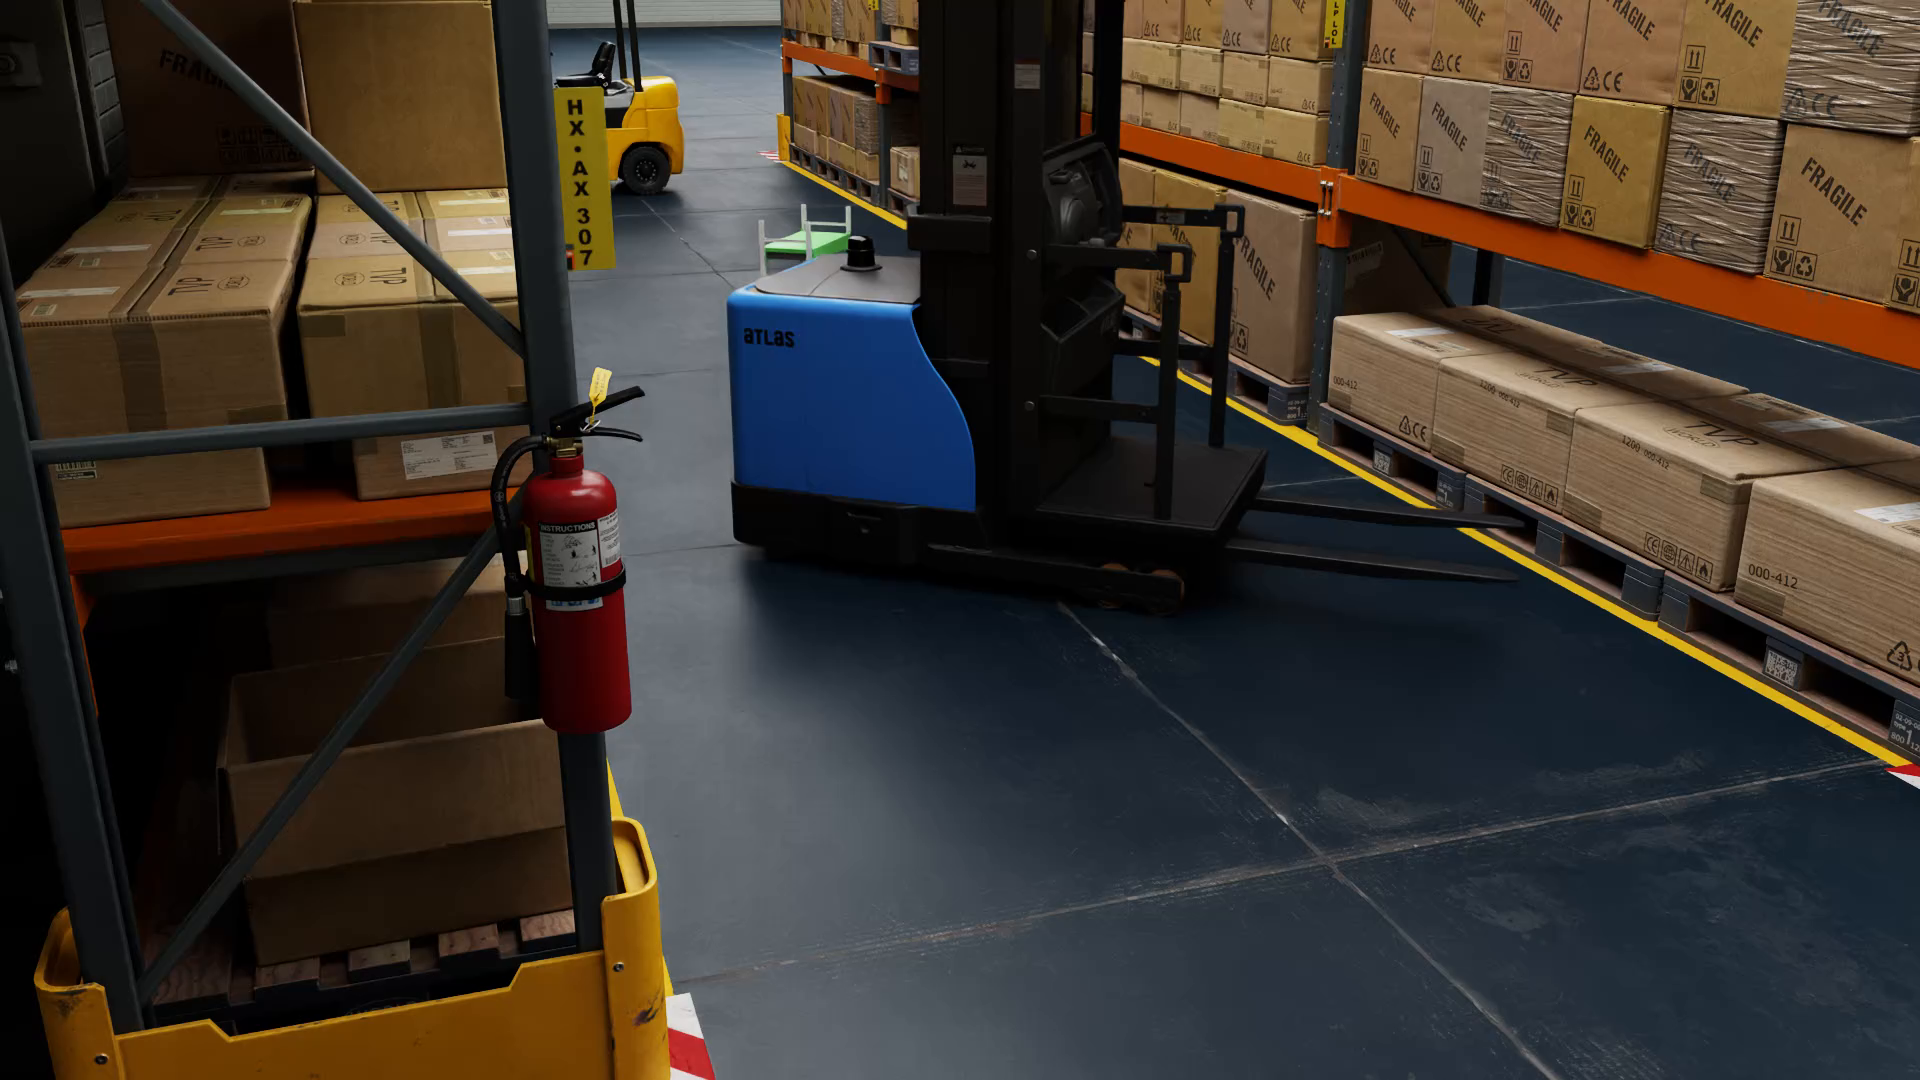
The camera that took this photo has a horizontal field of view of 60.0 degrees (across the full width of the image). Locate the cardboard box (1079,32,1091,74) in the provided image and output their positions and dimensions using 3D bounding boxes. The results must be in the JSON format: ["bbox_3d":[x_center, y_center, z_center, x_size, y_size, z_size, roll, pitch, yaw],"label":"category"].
[{"bbox_3d":[1.082,-3.093,10.572,0.500,0.250,0.500,-6,21,-16],"label":"cardboard box"}]

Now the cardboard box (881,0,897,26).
[{"bbox_3d":[-0.387,-4.770,14.551,0.500,0.500,0.500,-6,21,-16],"label":"cardboard box"}]

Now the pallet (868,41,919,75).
[{"bbox_3d":[-0.160,-4.216,14.500,1.003,0.211,1.213,-6,21,-17],"label":"pallet"}]

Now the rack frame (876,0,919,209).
[{"bbox_3d":[-0.262,-4.567,15.193,1.000,3.000,0.127,-6,21,-17],"label":"rack frame"}]

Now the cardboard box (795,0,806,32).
[{"bbox_3d":[-1.468,-5.690,17.733,0.500,0.500,0.500,-6,21,-16],"label":"cardboard box"}]

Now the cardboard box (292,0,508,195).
[{"bbox_3d":[-1.560,-1.265,4.674,0.500,0.500,0.500,-6,21,-16],"label":"cardboard box"}]

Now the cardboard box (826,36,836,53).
[{"bbox_3d":[-1.142,-5.009,16.796,0.380,0.149,0.250,-6,21,-17],"label":"cardboard box"}]

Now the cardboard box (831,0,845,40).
[{"bbox_3d":[-0.973,-5.200,16.370,0.500,0.500,0.500,-6,21,-16],"label":"cardboard box"}]

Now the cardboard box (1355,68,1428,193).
[{"bbox_3d":[2.152,-1.868,7.532,0.500,0.500,0.500,-6,21,-15],"label":"cardboard box"}]

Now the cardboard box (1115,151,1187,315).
[{"bbox_3d":[1.410,-1.964,10.468,0.875,0.875,0.875,-6,21,-17],"label":"cardboard box"}]

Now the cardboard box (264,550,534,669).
[{"bbox_3d":[-1.535,0.307,4.702,0.700,0.500,0.500,-6,20,-15],"label":"cardboard box"}]

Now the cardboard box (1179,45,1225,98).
[{"bbox_3d":[1.551,-2.605,9.214,0.500,0.250,0.500,-6,21,-16],"label":"cardboard box"}]

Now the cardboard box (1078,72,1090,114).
[{"bbox_3d":[1.089,-2.866,10.680,0.500,0.250,0.500,-7,21,-19],"label":"cardboard box"}]

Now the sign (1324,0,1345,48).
[{"bbox_3d":[1.741,-2.446,7.694,0.100,0.325,0.005,-6,21,-17],"label":"sign"}]

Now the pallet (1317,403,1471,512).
[{"bbox_3d":[2.417,-0.435,7.815,1.003,0.211,1.213,-6,21,-17],"label":"pallet"}]

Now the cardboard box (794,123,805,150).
[{"bbox_3d":[-1.528,-4.466,18.358,0.500,0.250,0.500,-7,21,-18],"label":"cardboard box"}]

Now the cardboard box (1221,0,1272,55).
[{"bbox_3d":[1.704,-2.799,8.645,0.500,0.500,0.500,-6,21,-16],"label":"cardboard box"}]

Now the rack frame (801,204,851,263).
[{"bbox_3d":[-0.618,-0.975,7.855,0.240,1.200,0.015,6,21,16],"label":"rack frame"}]

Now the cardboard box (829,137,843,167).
[{"bbox_3d":[-1.035,-3.965,16.964,0.500,0.250,0.500,-6,21,-16],"label":"cardboard box"}]

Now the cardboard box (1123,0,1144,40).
[{"bbox_3d":[1.231,-3.291,10.013,0.500,0.500,0.500,-6,21,-16],"label":"cardboard box"}]

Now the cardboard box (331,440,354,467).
[{"bbox_3d":[-1.168,-0.280,3.631,0.380,0.149,0.250,-6,21,-16],"label":"cardboard box"}]

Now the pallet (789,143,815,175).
[{"bbox_3d":[-1.273,-4.249,18.434,1.003,0.211,1.213,-6,21,-17],"label":"pallet"}]

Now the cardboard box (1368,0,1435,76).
[{"bbox_3d":[2.172,-2.339,7.363,0.500,0.500,0.500,-6,21,-17],"label":"cardboard box"}]

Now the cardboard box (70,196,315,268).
[{"bbox_3d":[-1.910,-0.701,4.213,0.500,0.250,0.500,-6,21,-15],"label":"cardboard box"}]

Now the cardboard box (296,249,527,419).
[{"bbox_3d":[-1.088,-0.431,3.461,0.500,0.250,0.500,-6,21,-17],"label":"cardboard box"}]

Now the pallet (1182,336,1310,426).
[{"bbox_3d":[1.939,-0.927,9.184,1.003,0.211,1.213,-6,21,-17],"label":"pallet"}]

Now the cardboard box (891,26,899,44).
[{"bbox_3d":[-0.388,-4.435,14.577,0.380,0.149,0.250,-6,21,-16],"label":"cardboard box"}]

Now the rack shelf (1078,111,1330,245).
[{"bbox_3d":[1.624,-2.303,9.954,1.077,0.370,4.000,-6,21,-17],"label":"rack shelf"}]

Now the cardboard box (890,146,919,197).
[{"bbox_3d":[-0.095,-3.360,15.099,0.950,0.372,0.625,-6,21,-17],"label":"cardboard box"}]

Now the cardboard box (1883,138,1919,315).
[{"bbox_3d":[3.107,-0.890,4.808,0.500,0.500,0.500,-6,21,-17],"label":"cardboard box"}]

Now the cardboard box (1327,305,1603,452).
[{"bbox_3d":[2.348,-0.778,7.815,0.875,0.438,0.875,-7,21,-18],"label":"cardboard box"}]

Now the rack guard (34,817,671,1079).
[{"bbox_3d":[-1.225,0.965,3.491,1.175,0.500,0.348,-6,21,-17],"label":"rack guard"}]

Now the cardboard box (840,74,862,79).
[{"bbox_3d":[-1.020,-4.877,18.395,0.500,0.500,0.500,-6,21,-17],"label":"cardboard box"}]

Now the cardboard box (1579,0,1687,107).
[{"bbox_3d":[2.632,-1.848,5.997,0.500,0.500,0.500,-7,21,-18],"label":"cardboard box"}]

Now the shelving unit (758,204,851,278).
[{"bbox_3d":[-0.689,-0.896,7.635,0.258,1.200,0.503,6,21,16],"label":"shelving unit"}]

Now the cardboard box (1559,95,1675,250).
[{"bbox_3d":[2.618,-1.381,6.175,0.500,0.500,0.500,-6,21,-16],"label":"cardboard box"}]

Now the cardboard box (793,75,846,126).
[{"bbox_3d":[-1.520,-4.811,18.210,0.500,0.500,0.500,-7,21,-19],"label":"cardboard box"}]

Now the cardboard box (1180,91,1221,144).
[{"bbox_3d":[1.573,-2.374,9.309,0.500,0.250,0.500,-7,21,-19],"label":"cardboard box"}]

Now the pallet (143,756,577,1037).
[{"bbox_3d":[-1.476,0.845,4.252,1.003,0.211,1.213,-6,21,-17],"label":"pallet"}]

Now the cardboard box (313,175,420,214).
[{"bbox_3d":[-1.590,-0.917,4.813,0.500,0.250,0.500,-7,21,-19],"label":"cardboard box"}]

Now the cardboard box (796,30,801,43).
[{"bbox_3d":[-1.609,-5.601,18.445,0.380,0.149,0.250,-6,21,-17],"label":"cardboard box"}]

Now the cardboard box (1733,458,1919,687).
[{"bbox_3d":[3.208,0.091,5.394,0.875,0.438,0.875,-7,21,-19],"label":"cardboard box"}]

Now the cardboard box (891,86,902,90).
[{"bbox_3d":[-0.532,-4.378,17.006,0.500,0.500,0.500,-5,20,-14],"label":"cardboard box"}]

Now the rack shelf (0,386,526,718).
[{"bbox_3d":[-1.830,-0.490,4.909,1.077,0.370,4.000,-6,21,-17],"label":"rack shelf"}]

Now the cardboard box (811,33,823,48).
[{"bbox_3d":[-1.360,-5.262,17.501,0.380,0.149,0.250,-6,21,-16],"label":"cardboard box"}]

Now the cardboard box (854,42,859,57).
[{"bbox_3d":[-0.810,-4.772,16.136,0.380,0.149,0.250,-7,21,-18],"label":"cardboard box"}]

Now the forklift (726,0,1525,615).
[{"bbox_3d":[0.653,-1.304,6.211,3.031,2.935,1.130,7,21,18],"label":"forklift"}]

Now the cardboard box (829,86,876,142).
[{"bbox_3d":[-1.025,-4.311,16.819,0.500,0.500,0.500,-5,20,-14],"label":"cardboard box"}]
